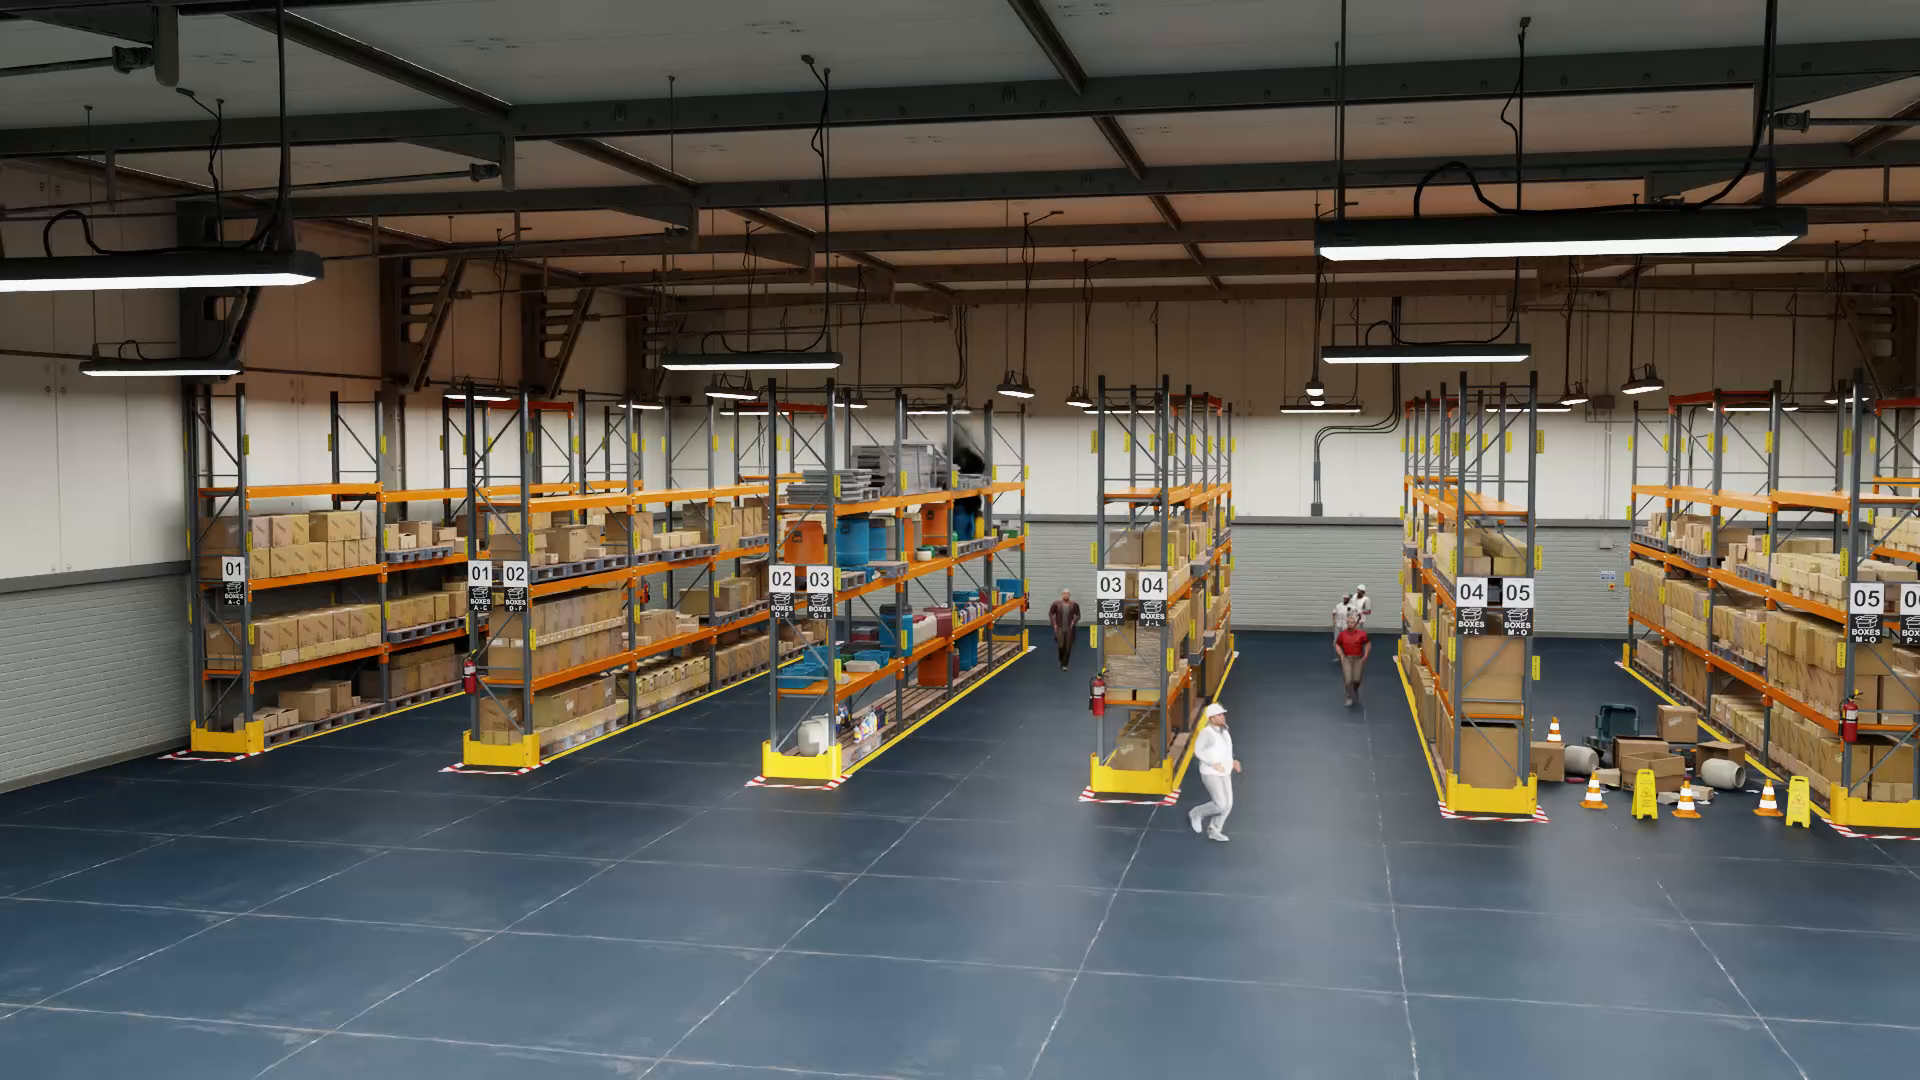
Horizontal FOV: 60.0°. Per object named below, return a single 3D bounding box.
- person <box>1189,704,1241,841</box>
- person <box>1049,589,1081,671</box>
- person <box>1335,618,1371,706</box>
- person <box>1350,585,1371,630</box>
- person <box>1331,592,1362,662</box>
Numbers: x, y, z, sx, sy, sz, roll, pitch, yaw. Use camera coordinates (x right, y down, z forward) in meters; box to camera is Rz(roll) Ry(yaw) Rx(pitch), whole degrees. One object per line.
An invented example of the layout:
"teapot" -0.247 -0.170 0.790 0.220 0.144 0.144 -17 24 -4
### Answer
"person" 3.220 2.932 21.059 0.580 1.727 0.647 3 4 43
"person" 2.183 1.873 34.500 0.650 1.725 0.616 0 3 -2
"person" 7.544 2.338 31.977 0.667 1.693 0.545 1 3 17
"person" 9.379 1.895 39.391 0.626 1.714 0.849 -3 5 -43
"person" 8.837 2.006 38.232 0.676 1.629 0.504 2 4 36
